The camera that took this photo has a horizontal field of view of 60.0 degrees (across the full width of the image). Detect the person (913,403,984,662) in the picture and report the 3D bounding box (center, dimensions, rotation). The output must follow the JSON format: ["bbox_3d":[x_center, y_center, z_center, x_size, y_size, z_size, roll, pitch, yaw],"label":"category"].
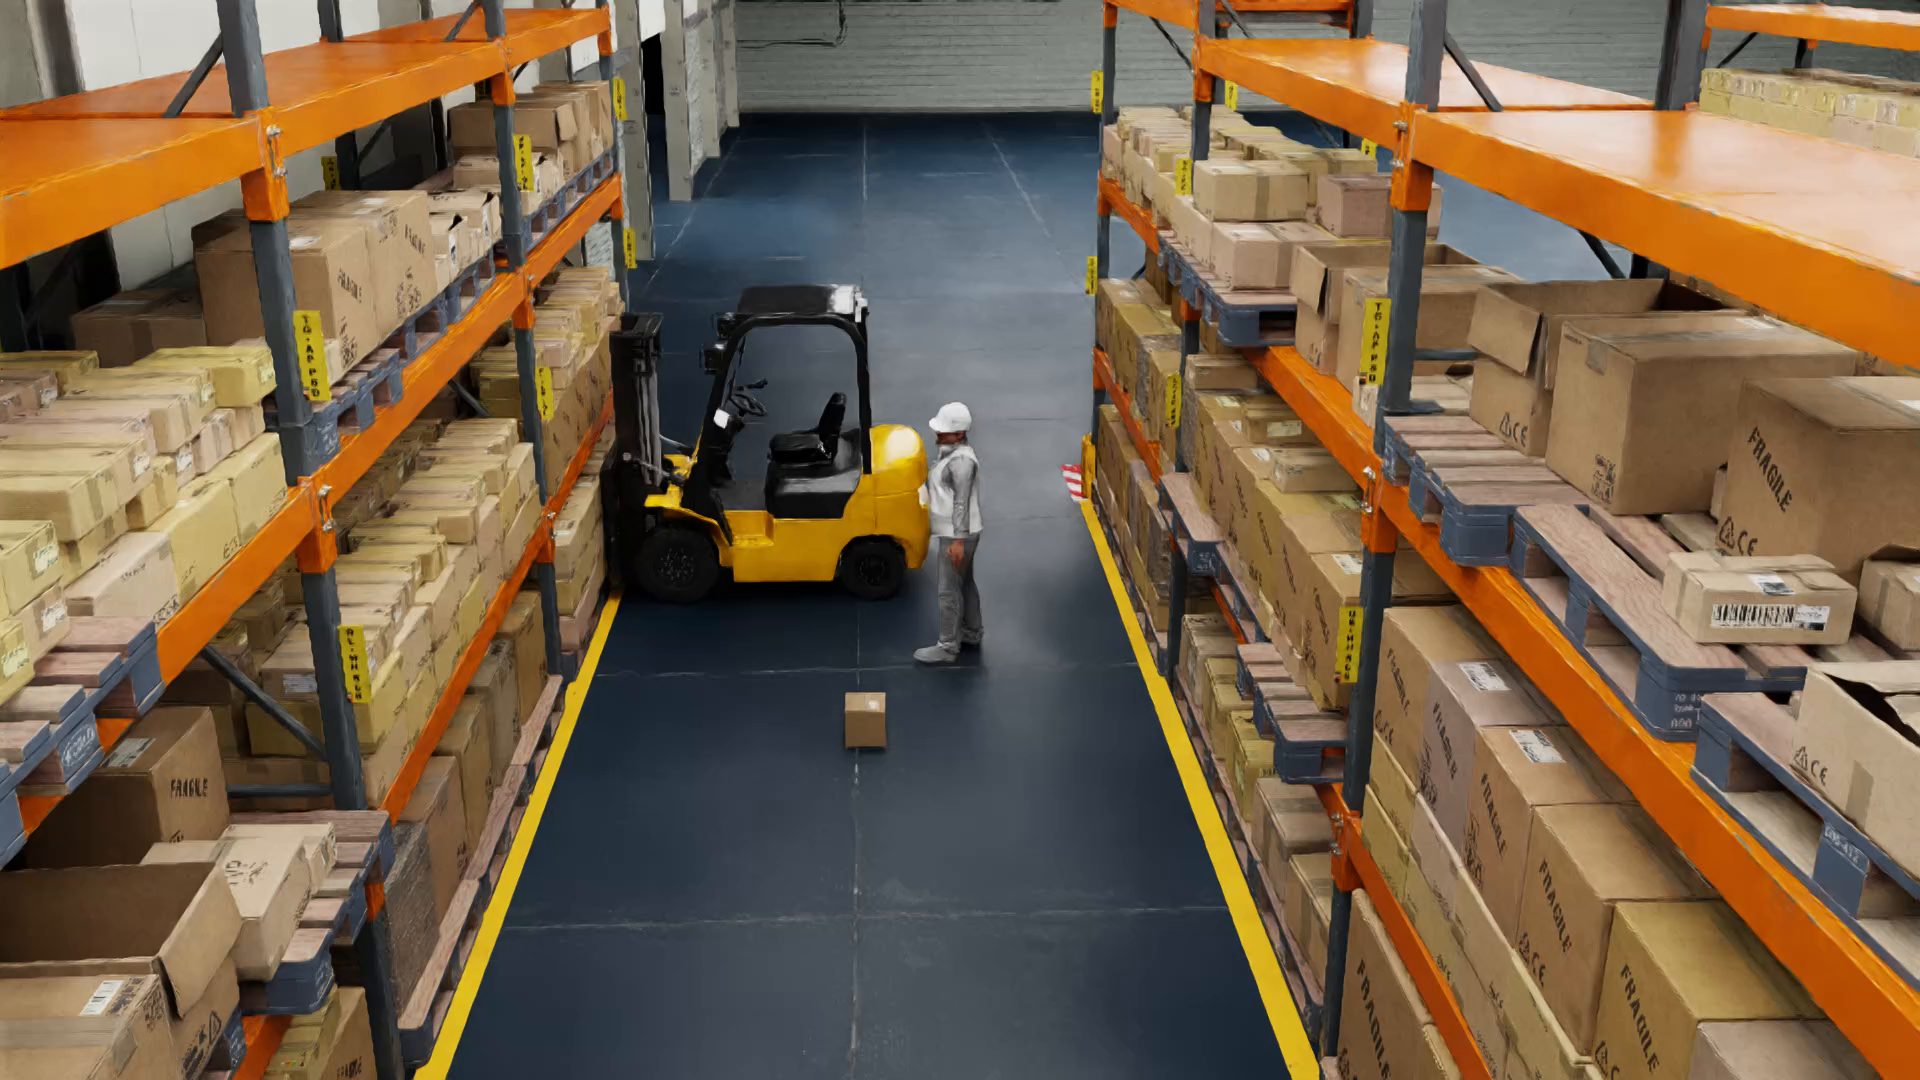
[{"bbox_3d":[-0.078,-0.066,11.146,0.501,1.772,0.608,-1,20,-3],"label":"person"}]
